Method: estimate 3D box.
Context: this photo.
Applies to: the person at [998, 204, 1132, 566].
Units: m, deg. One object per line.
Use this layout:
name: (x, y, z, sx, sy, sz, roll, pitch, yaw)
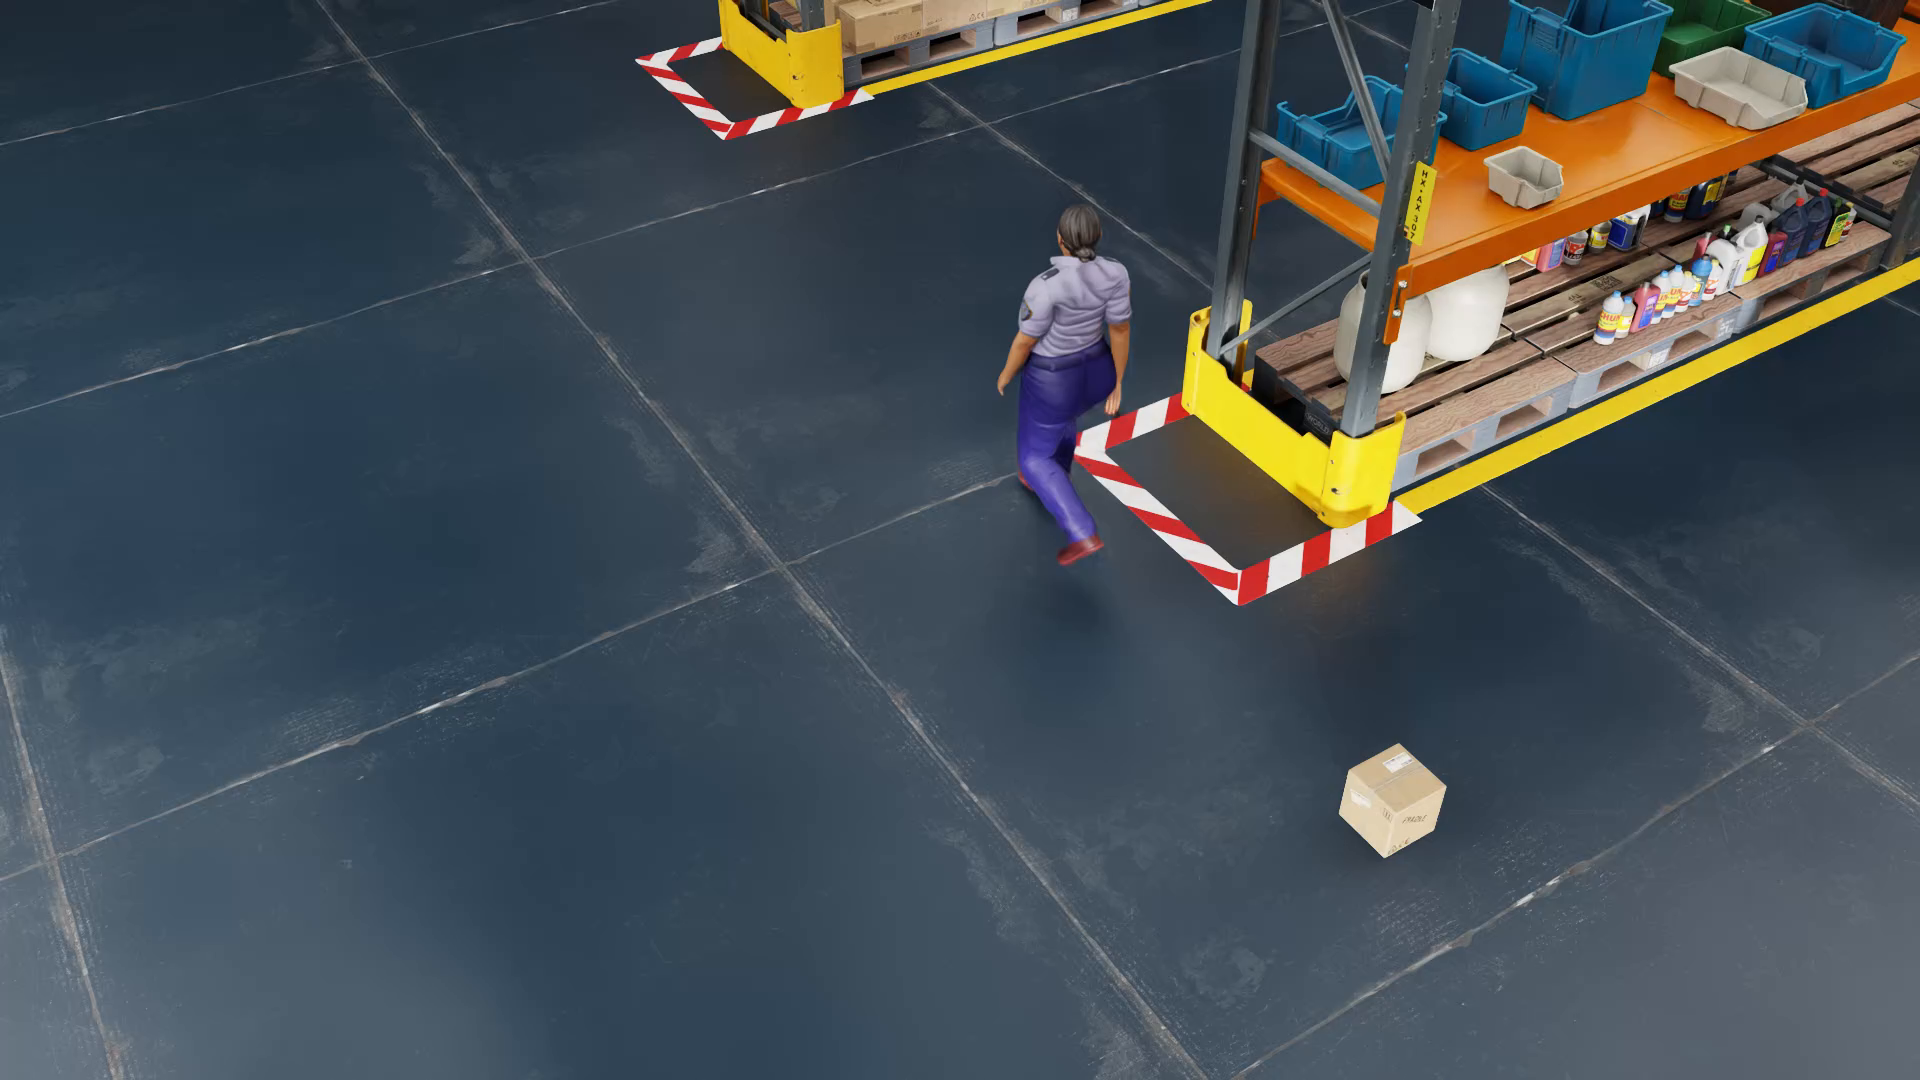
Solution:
person: (0.460, -0.661, 6.907, 0.480, 1.608, 0.851, -23, 46, -24)
